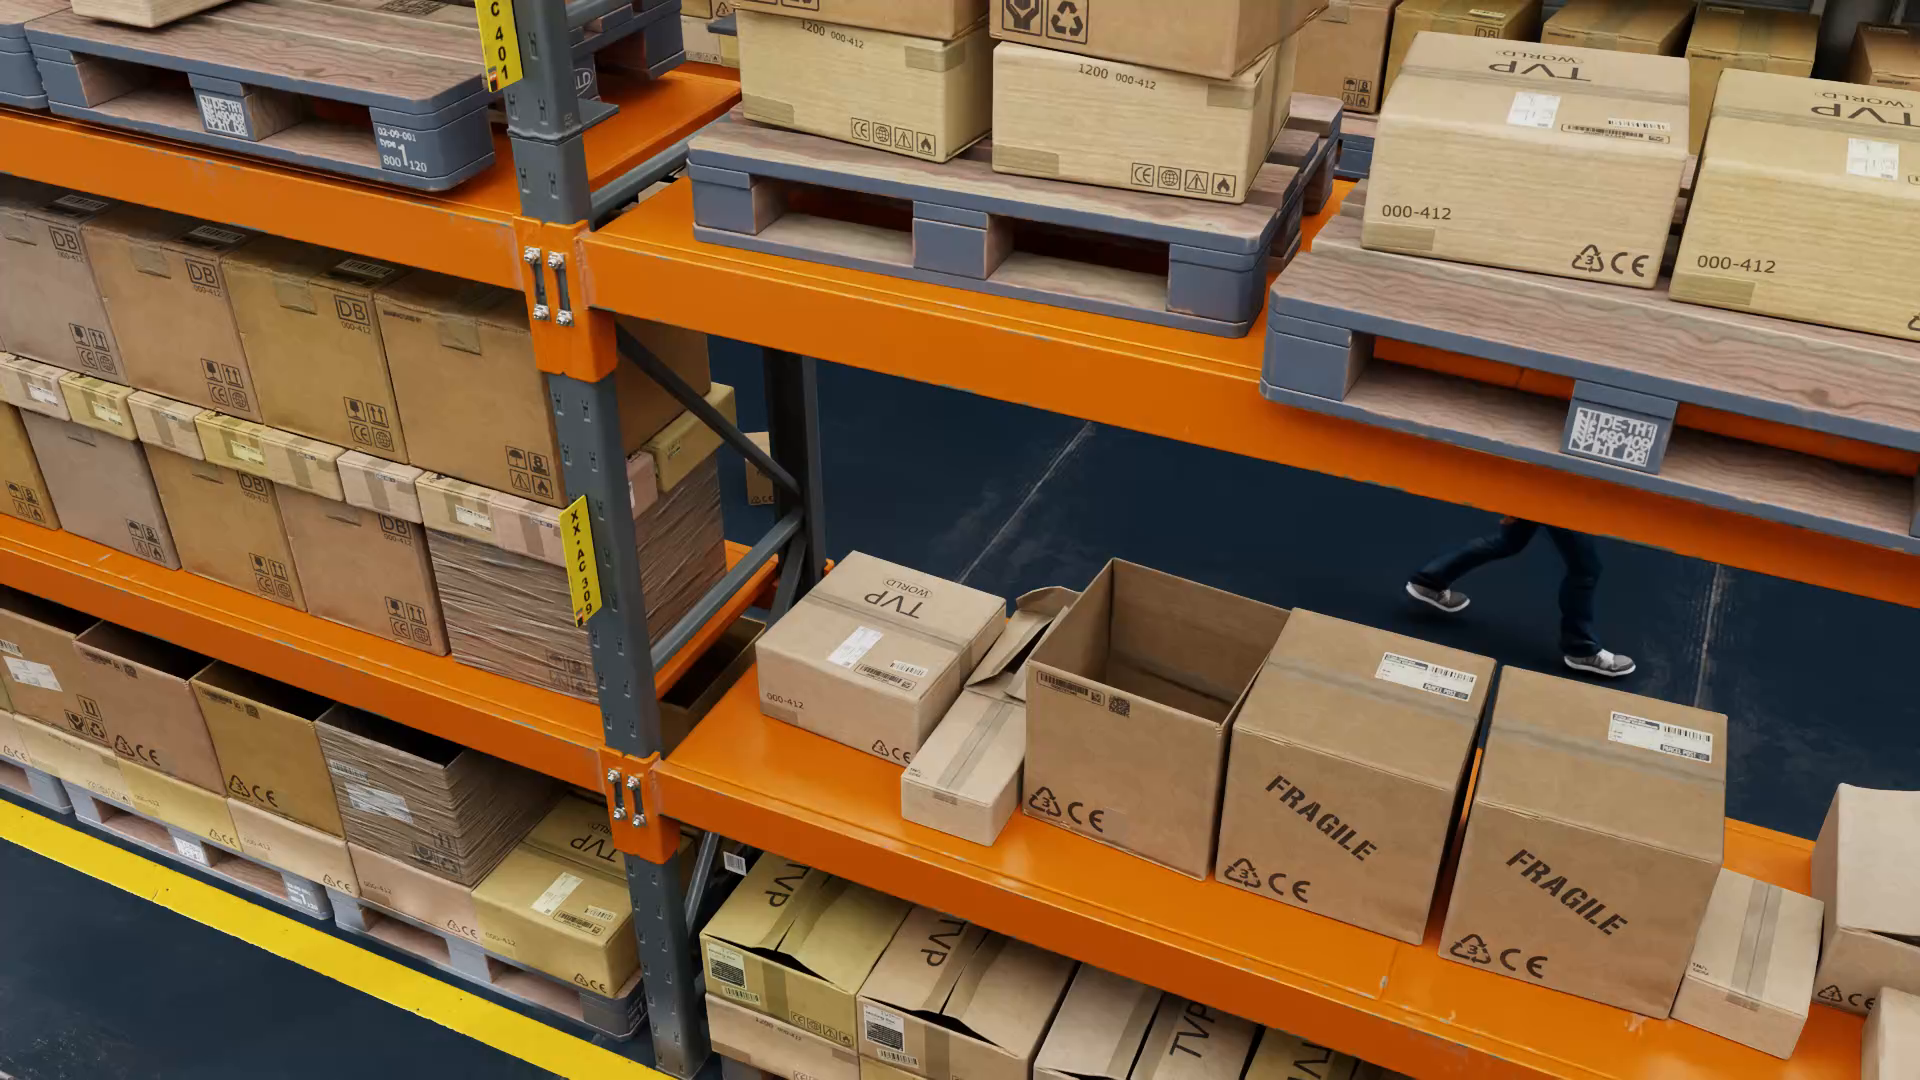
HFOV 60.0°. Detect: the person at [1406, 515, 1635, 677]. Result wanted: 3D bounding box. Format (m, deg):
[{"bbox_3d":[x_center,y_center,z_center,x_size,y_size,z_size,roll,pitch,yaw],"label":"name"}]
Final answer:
[{"bbox_3d":[2.305,-0.228,6.477,0.936,1.546,0.410,11,36,15],"label":"person"}]
